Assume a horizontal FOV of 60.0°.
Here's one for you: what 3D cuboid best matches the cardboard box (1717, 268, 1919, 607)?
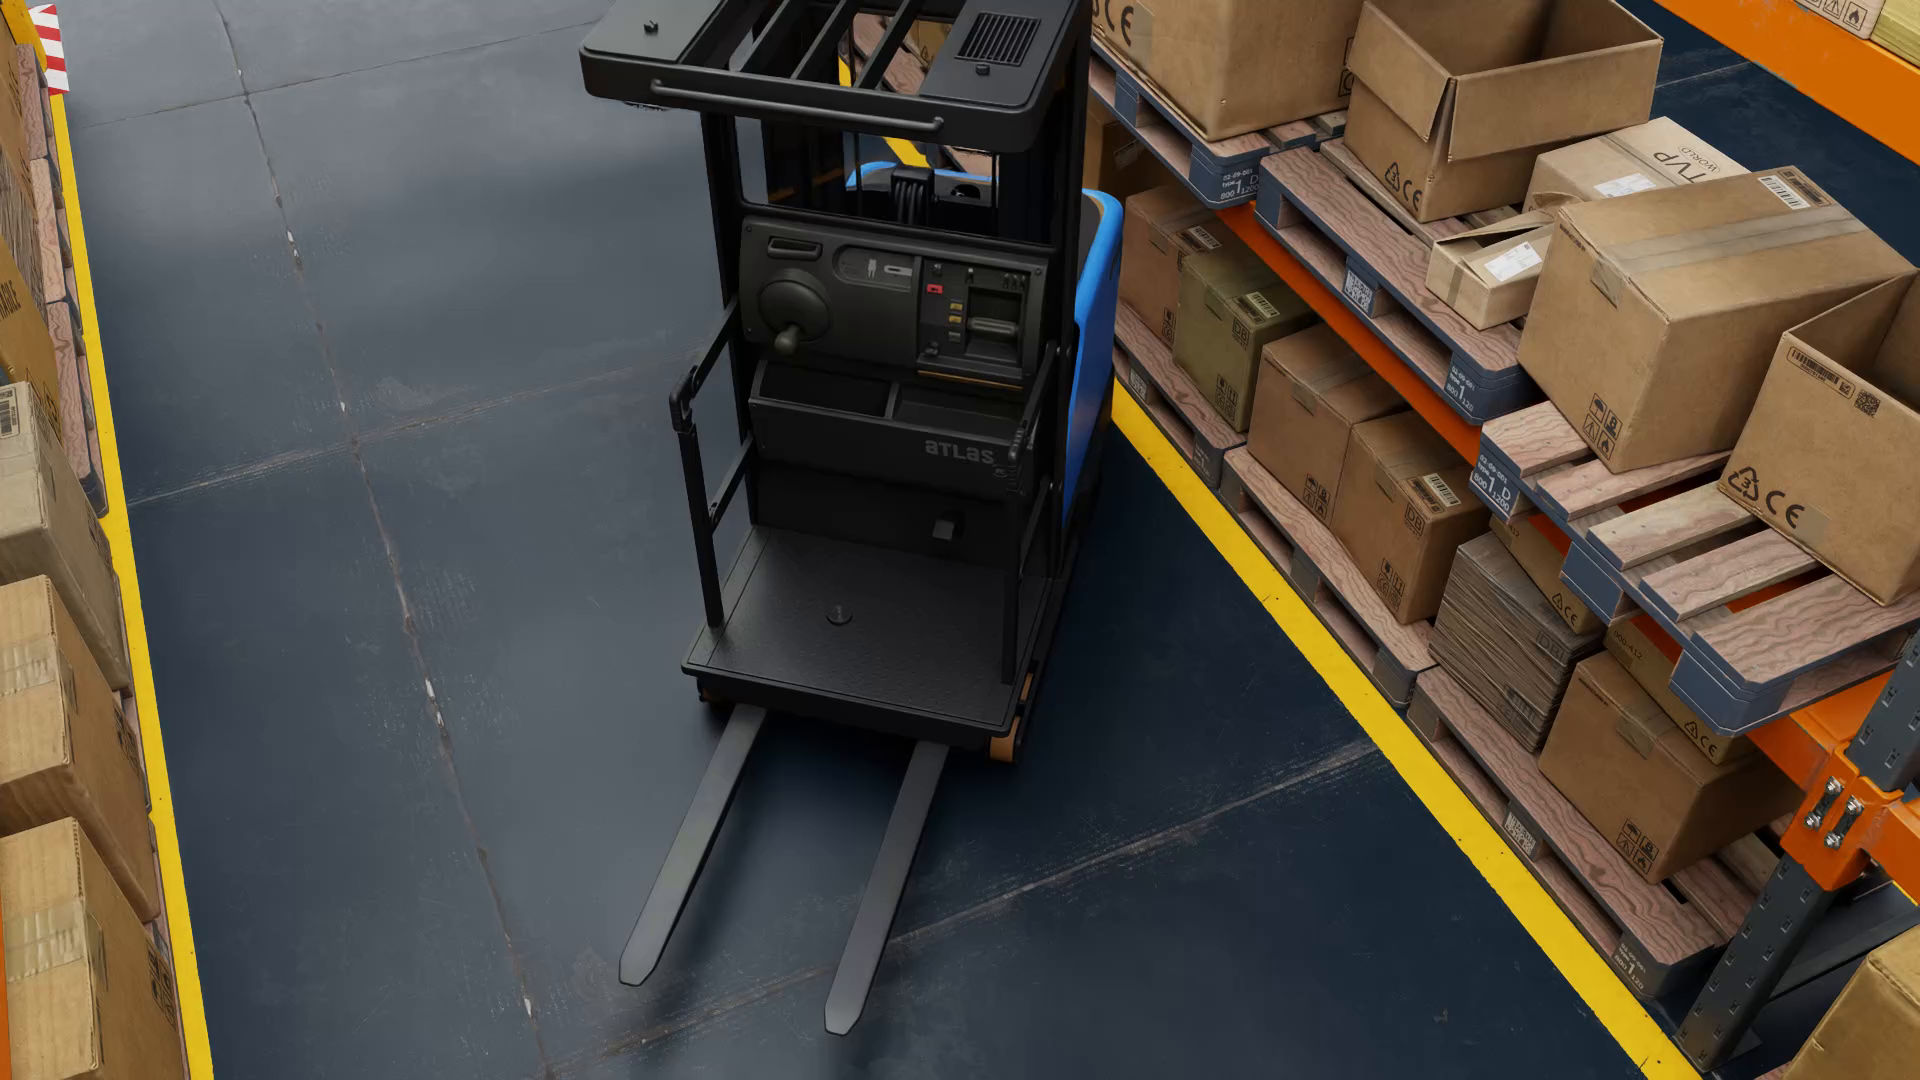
[{"bbox_3d":[2.265,-0.254,4.002,0.500,0.500,0.500,-24,49,-22],"label":"cardboard box"}]

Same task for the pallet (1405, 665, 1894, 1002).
[{"bbox_3d":[2.201,0.757,5.332,1.003,0.211,1.213,-18,47,-17],"label":"pallet"}]

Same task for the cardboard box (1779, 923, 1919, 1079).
[{"bbox_3d":[2.799,1.316,3.995,1.225,0.875,0.875,-20,48,-19],"label":"cardboard box"}]

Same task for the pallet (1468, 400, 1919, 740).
[{"bbox_3d":[2.132,-0.091,4.344,1.213,0.211,1.003,-18,47,-17],"label":"pallet"}]

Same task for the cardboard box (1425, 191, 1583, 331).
[{"bbox_3d":[1.582,-0.822,4.744,0.396,0.266,0.258,-19,48,-19],"label":"cardboard box"}]

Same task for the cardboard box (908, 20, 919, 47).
[{"bbox_3d":[-0.060,-2.917,8.551,0.500,0.500,0.500,-14,46,-14],"label":"cardboard box"}]

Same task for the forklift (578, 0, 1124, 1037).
[{"bbox_3d":[-0.258,-0.613,4.785,1.130,2.935,3.031,10,46,10],"label":"forklift"}]

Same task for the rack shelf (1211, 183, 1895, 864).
[{"bbox_3d":[1.687,-0.755,5.392,1.077,0.370,4.000,-18,47,-17],"label":"rack shelf"}]

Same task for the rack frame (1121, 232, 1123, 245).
[{"bbox_3d":[0.846,-2.286,6.431,1.000,3.000,0.127,-18,47,-17],"label":"rack frame"}]

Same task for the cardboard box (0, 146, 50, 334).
[{"bbox_3d":[-4.280,-1.274,6.619,0.875,0.875,0.875,-18,47,-17],"label":"cardboard box"}]

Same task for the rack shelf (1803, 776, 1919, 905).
[{"bbox_3d":[3.369,1.794,2.809,1.077,0.370,4.000,-18,47,-17],"label":"rack shelf"}]

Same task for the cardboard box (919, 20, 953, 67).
[{"bbox_3d":[0.134,-2.548,8.177,0.500,0.500,0.500,-22,49,-21],"label":"cardboard box"}]

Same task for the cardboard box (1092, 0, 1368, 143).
[{"bbox_3d":[1.053,-2.101,5.518,1.000,1.000,1.000,-18,47,-17],"label":"cardboard box"}]

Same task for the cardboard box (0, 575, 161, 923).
[{"bbox_3d":[-2.952,0.751,4.656,1.050,0.750,0.750,-18,47,-17],"label":"cardboard box"}]

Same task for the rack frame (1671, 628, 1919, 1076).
[{"bbox_3d":[2.528,0.263,3.848,1.000,3.000,0.127,-18,47,-17],"label":"rack frame"}]

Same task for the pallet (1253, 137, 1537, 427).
[{"bbox_3d":[1.659,-0.918,5.181,1.003,0.211,1.213,-18,47,-17],"label":"pallet"}]

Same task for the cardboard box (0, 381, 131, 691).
[{"bbox_3d":[-3.354,0.135,5.281,1.050,0.750,0.750,-18,47,-18],"label":"cardboard box"}]

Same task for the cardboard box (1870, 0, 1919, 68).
[{"bbox_3d":[2.106,-0.982,3.081,0.500,0.250,0.500,-18,47,-17],"label":"cardboard box"}]

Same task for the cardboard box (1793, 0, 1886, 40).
[{"bbox_3d":[1.885,-1.294,3.397,0.500,0.250,0.500,-18,47,-18],"label":"cardboard box"}]

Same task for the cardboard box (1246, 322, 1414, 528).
[{"bbox_3d":[1.504,-0.489,6.077,0.700,0.500,0.500,-22,49,-21],"label":"cardboard box"}]

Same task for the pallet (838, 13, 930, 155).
[{"bbox_3d":[0.015,-2.490,8.623,1.003,0.211,1.213,-18,47,-17],"label":"pallet"}]

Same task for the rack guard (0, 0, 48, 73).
[{"bbox_3d":[-5.389,-2.560,8.489,1.175,0.500,0.348,-18,47,-17],"label":"rack guard"}]

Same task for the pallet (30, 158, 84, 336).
[{"bbox_3d":[-4.462,-1.179,7.295,1.003,0.211,1.213,-18,47,-17],"label":"pallet"}]

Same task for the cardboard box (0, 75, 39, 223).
[{"bbox_3d":[-4.661,-1.855,7.208,0.875,0.875,0.875,-19,48,-18],"label":"cardboard box"}]

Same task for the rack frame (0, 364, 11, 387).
[{"bbox_3d":[-3.697,-0.886,5.012,1.000,3.000,0.127,-18,47,-17],"label":"rack frame"}]

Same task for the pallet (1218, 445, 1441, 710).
[{"bbox_3d":[1.692,-0.019,6.119,1.003,0.211,1.213,-18,47,-17],"label":"pallet"}]

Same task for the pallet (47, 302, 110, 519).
[{"bbox_3d":[-3.945,-0.401,6.506,1.003,0.211,1.213,-18,47,-17],"label":"pallet"}]

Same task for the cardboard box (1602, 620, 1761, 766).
[{"bbox_3d":[2.219,0.311,4.732,0.500,0.250,0.500,-16,47,-16],"label":"cardboard box"}]

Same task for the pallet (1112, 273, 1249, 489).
[{"bbox_3d":[1.175,-0.798,6.908,1.003,0.211,1.213,-18,47,-17],"label":"pallet"}]

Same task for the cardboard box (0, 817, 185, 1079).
[{"bbox_3d":[-2.560,1.344,4.055,1.050,0.750,0.750,-17,47,-17],"label":"cardboard box"}]

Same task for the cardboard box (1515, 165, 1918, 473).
[{"bbox_3d":[1.939,-0.581,4.333,0.700,0.500,0.500,-12,46,-12],"label":"cardboard box"}]

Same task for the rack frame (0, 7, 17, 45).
[{"bbox_3d":[-5.378,-3.435,7.595,1.000,3.000,0.127,-18,47,-17],"label":"rack frame"}]

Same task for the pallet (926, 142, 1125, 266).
[{"bbox_3d":[0.532,-1.711,7.834,1.003,0.211,1.213,-18,47,-17],"label":"pallet"}]

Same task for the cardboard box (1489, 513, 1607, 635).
[{"bbox_3d":[1.987,-0.024,5.071,0.500,0.250,0.500,-13,46,-13],"label":"cardboard box"}]

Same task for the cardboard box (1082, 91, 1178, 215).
[{"bbox_3d":[0.714,-1.812,7.432,0.500,0.500,0.500,-19,48,-19],"label":"cardboard box"}]

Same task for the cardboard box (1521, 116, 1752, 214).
[{"bbox_3d":[2.032,-0.969,4.904,0.500,0.250,0.500,-19,48,-19],"label":"cardboard box"}]

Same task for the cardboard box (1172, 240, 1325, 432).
[{"bbox_3d":[1.268,-0.846,6.438,0.700,0.500,0.500,-18,47,-18],"label":"cardboard box"}]

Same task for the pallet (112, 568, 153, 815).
[{"bbox_3d":[-3.304,0.576,5.516,1.003,0.211,1.213,-18,47,-17],"label":"pallet"}]

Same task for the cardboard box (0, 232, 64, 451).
[{"bbox_3d":[-3.897,-0.700,6.038,0.875,0.875,0.875,-17,47,-17],"label":"cardboard box"}]

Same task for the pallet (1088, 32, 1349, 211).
[{"bbox_3d":[1.036,-1.688,5.961,1.003,0.211,1.213,-18,47,-17],"label":"pallet"}]

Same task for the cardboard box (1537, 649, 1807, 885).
[{"bbox_3d":[2.228,0.575,4.998,0.700,0.500,0.500,-20,48,-19],"label":"cardboard box"}]

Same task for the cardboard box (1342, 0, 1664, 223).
[{"bbox_3d":[1.659,-1.395,5.155,0.797,0.503,0.637,-14,46,-13],"label":"cardboard box"}]

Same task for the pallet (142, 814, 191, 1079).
[{"bbox_3d":[-2.787,1.355,4.726,1.003,0.211,1.213,-18,47,-17],"label":"pallet"}]

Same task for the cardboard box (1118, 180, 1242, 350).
[{"bbox_3d":[1.085,-1.155,6.752,0.700,0.500,0.500,-22,49,-20],"label":"cardboard box"}]

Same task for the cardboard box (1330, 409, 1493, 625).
[{"bbox_3d":[1.739,-0.134,5.716,0.700,0.500,0.500,-14,46,-14],"label":"cardboard box"}]

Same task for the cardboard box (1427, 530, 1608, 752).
[{"bbox_3d":[1.983,0.225,5.352,0.700,0.500,0.500,-22,49,-21],"label":"cardboard box"}]

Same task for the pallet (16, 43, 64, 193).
[{"bbox_3d":[-4.971,-1.956,8.082,1.003,0.211,1.213,-18,47,-17],"label":"pallet"}]

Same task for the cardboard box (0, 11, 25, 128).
[{"bbox_3d":[-5.033,-2.415,7.776,0.875,0.875,0.875,-18,47,-17],"label":"cardboard box"}]
